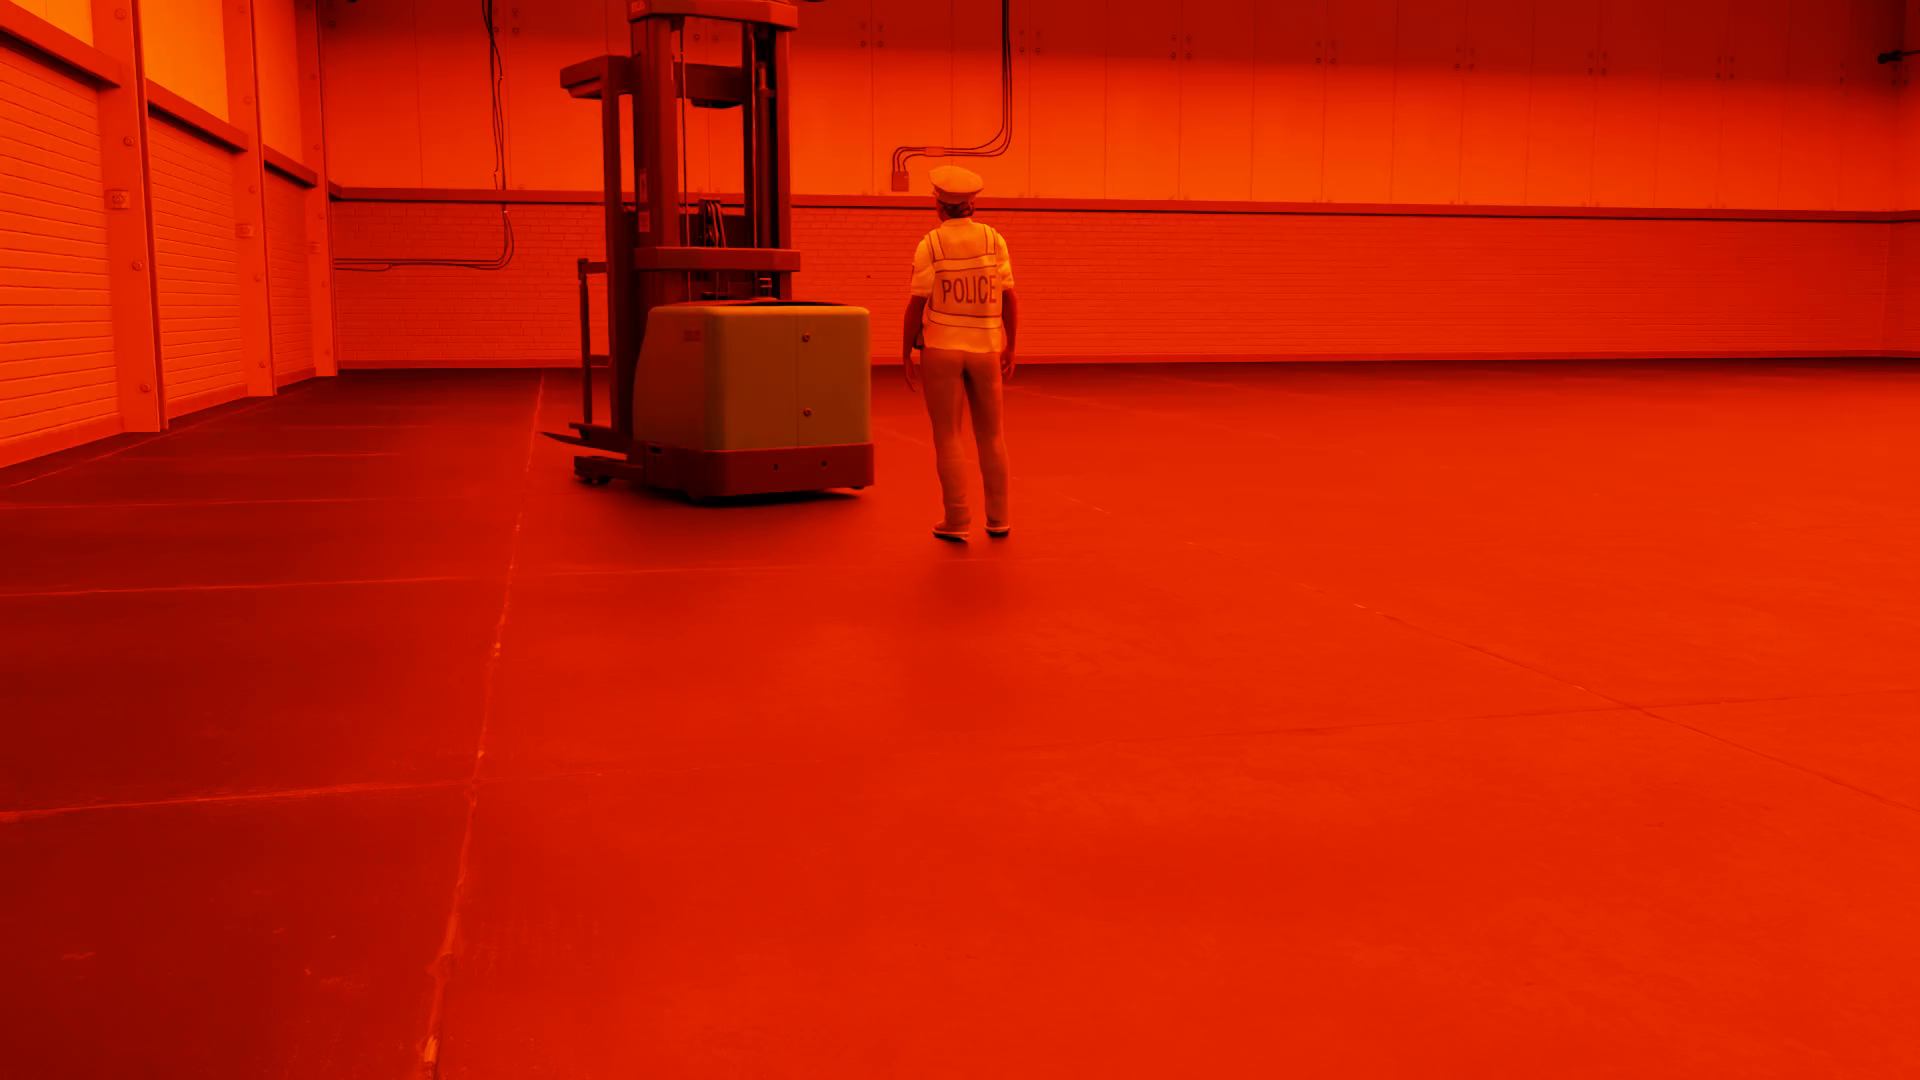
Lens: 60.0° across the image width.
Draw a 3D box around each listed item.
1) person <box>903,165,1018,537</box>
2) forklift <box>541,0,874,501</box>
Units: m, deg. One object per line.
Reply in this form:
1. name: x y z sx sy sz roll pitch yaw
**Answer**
1. person: 0.002 -0.857 7.665 0.570 1.695 0.530 -2 8 -13
2. forklift: -1.732 -1.822 10.149 1.130 2.935 3.031 -5 10 -34
